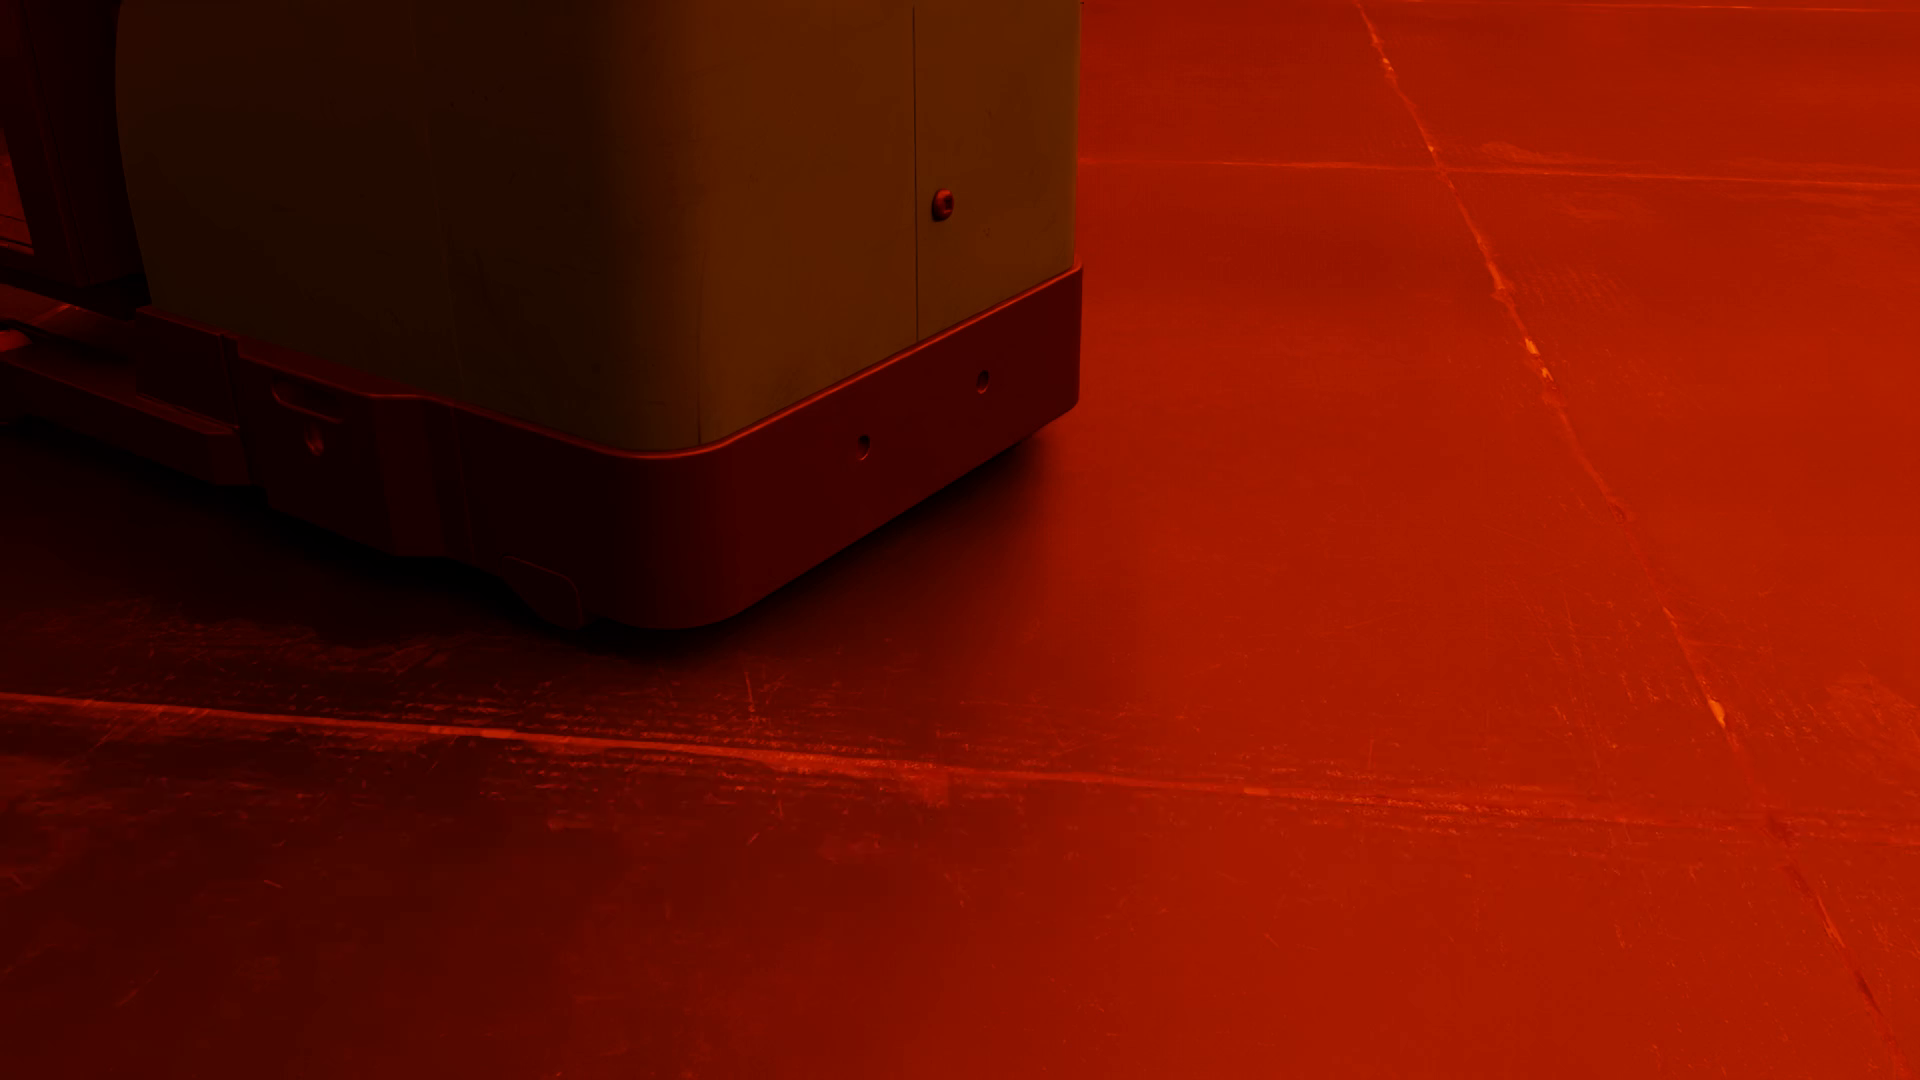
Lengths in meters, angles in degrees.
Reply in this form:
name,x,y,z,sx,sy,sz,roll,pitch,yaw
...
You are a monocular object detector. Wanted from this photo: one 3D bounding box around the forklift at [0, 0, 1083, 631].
name,x,y,z,sx,sy,sz,roll,pitch,yaw
forklift,-1.306,-1.685,2.595,3.031,2.935,1.130,17,31,30
